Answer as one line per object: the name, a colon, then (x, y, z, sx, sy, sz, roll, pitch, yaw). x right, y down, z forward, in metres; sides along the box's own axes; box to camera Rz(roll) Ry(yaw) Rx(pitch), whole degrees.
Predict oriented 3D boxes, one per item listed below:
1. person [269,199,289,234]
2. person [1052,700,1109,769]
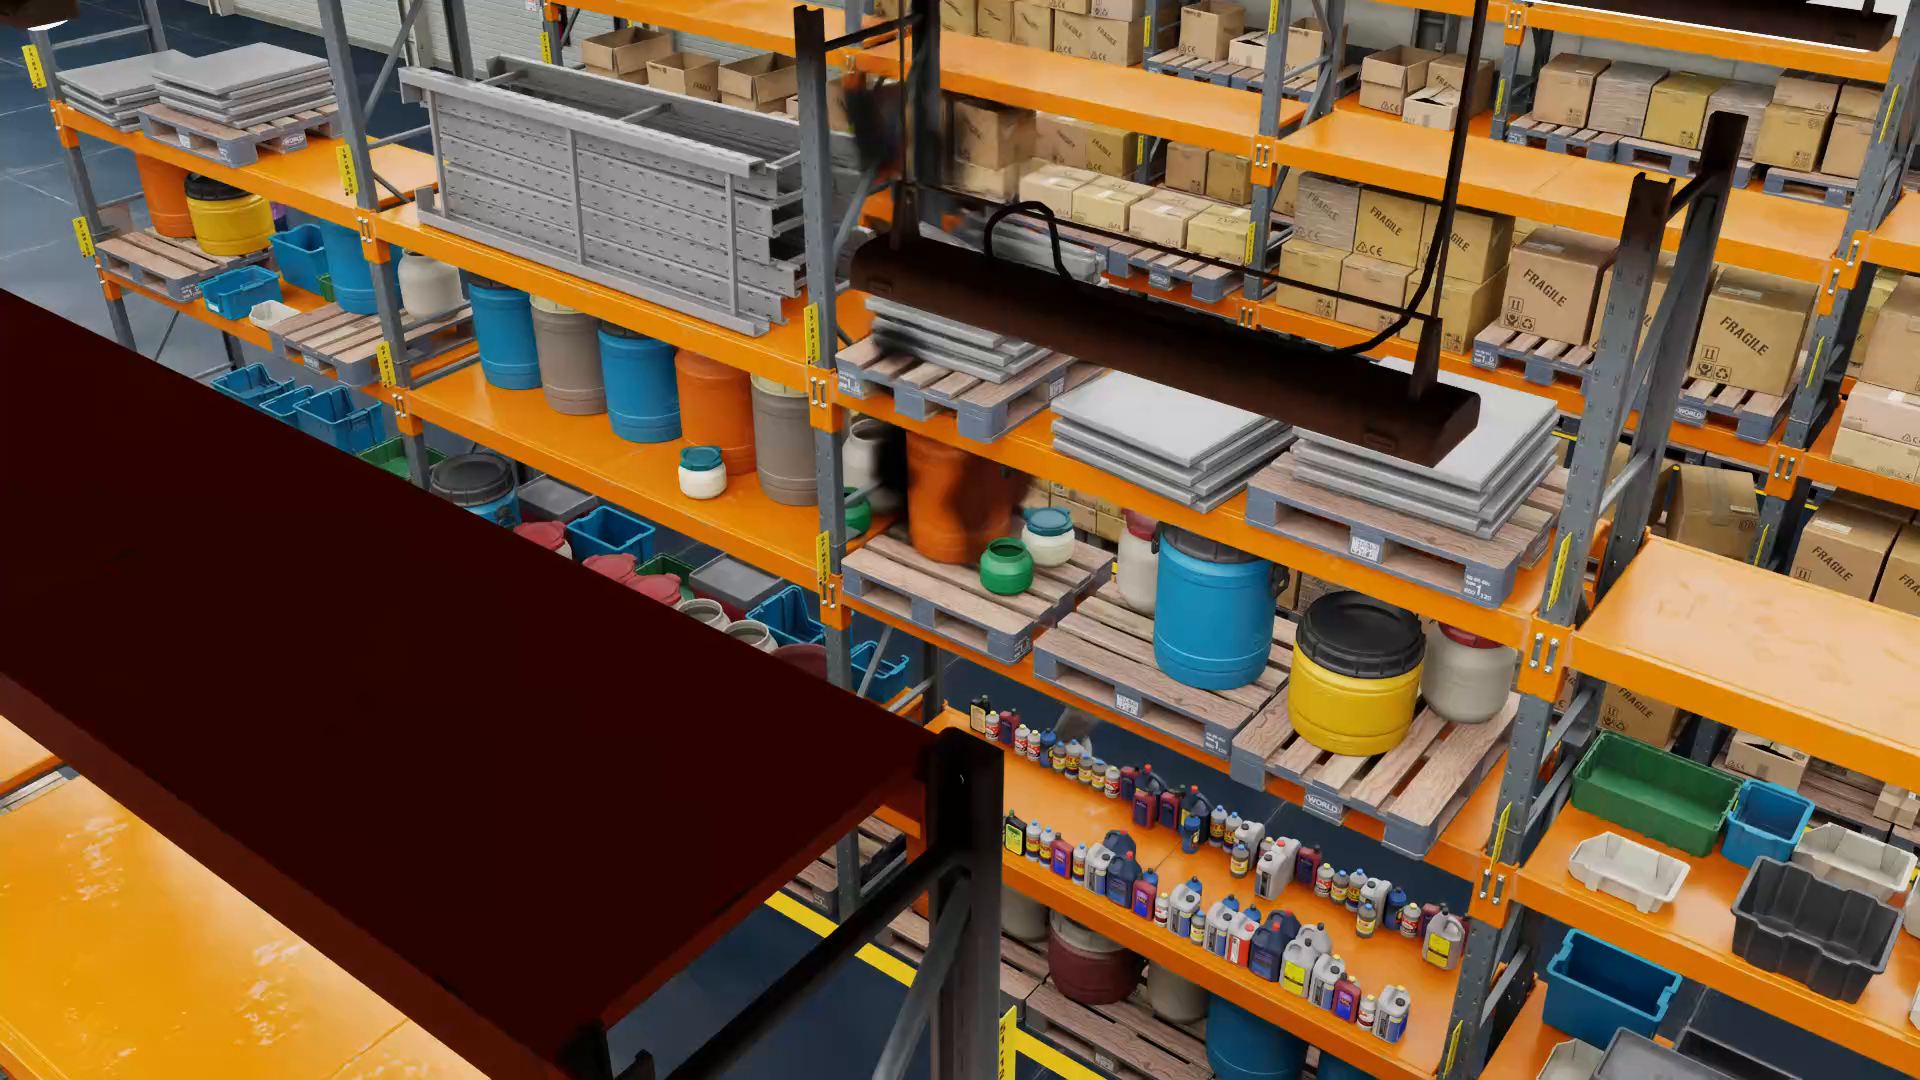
person: (-8.262, -3.906, 20.128, 0.770, 1.639, 0.527, -16, 35, -25)
person: (0.935, 1.175, 11.796, 0.588, 1.618, 0.561, 21, 37, 31)
